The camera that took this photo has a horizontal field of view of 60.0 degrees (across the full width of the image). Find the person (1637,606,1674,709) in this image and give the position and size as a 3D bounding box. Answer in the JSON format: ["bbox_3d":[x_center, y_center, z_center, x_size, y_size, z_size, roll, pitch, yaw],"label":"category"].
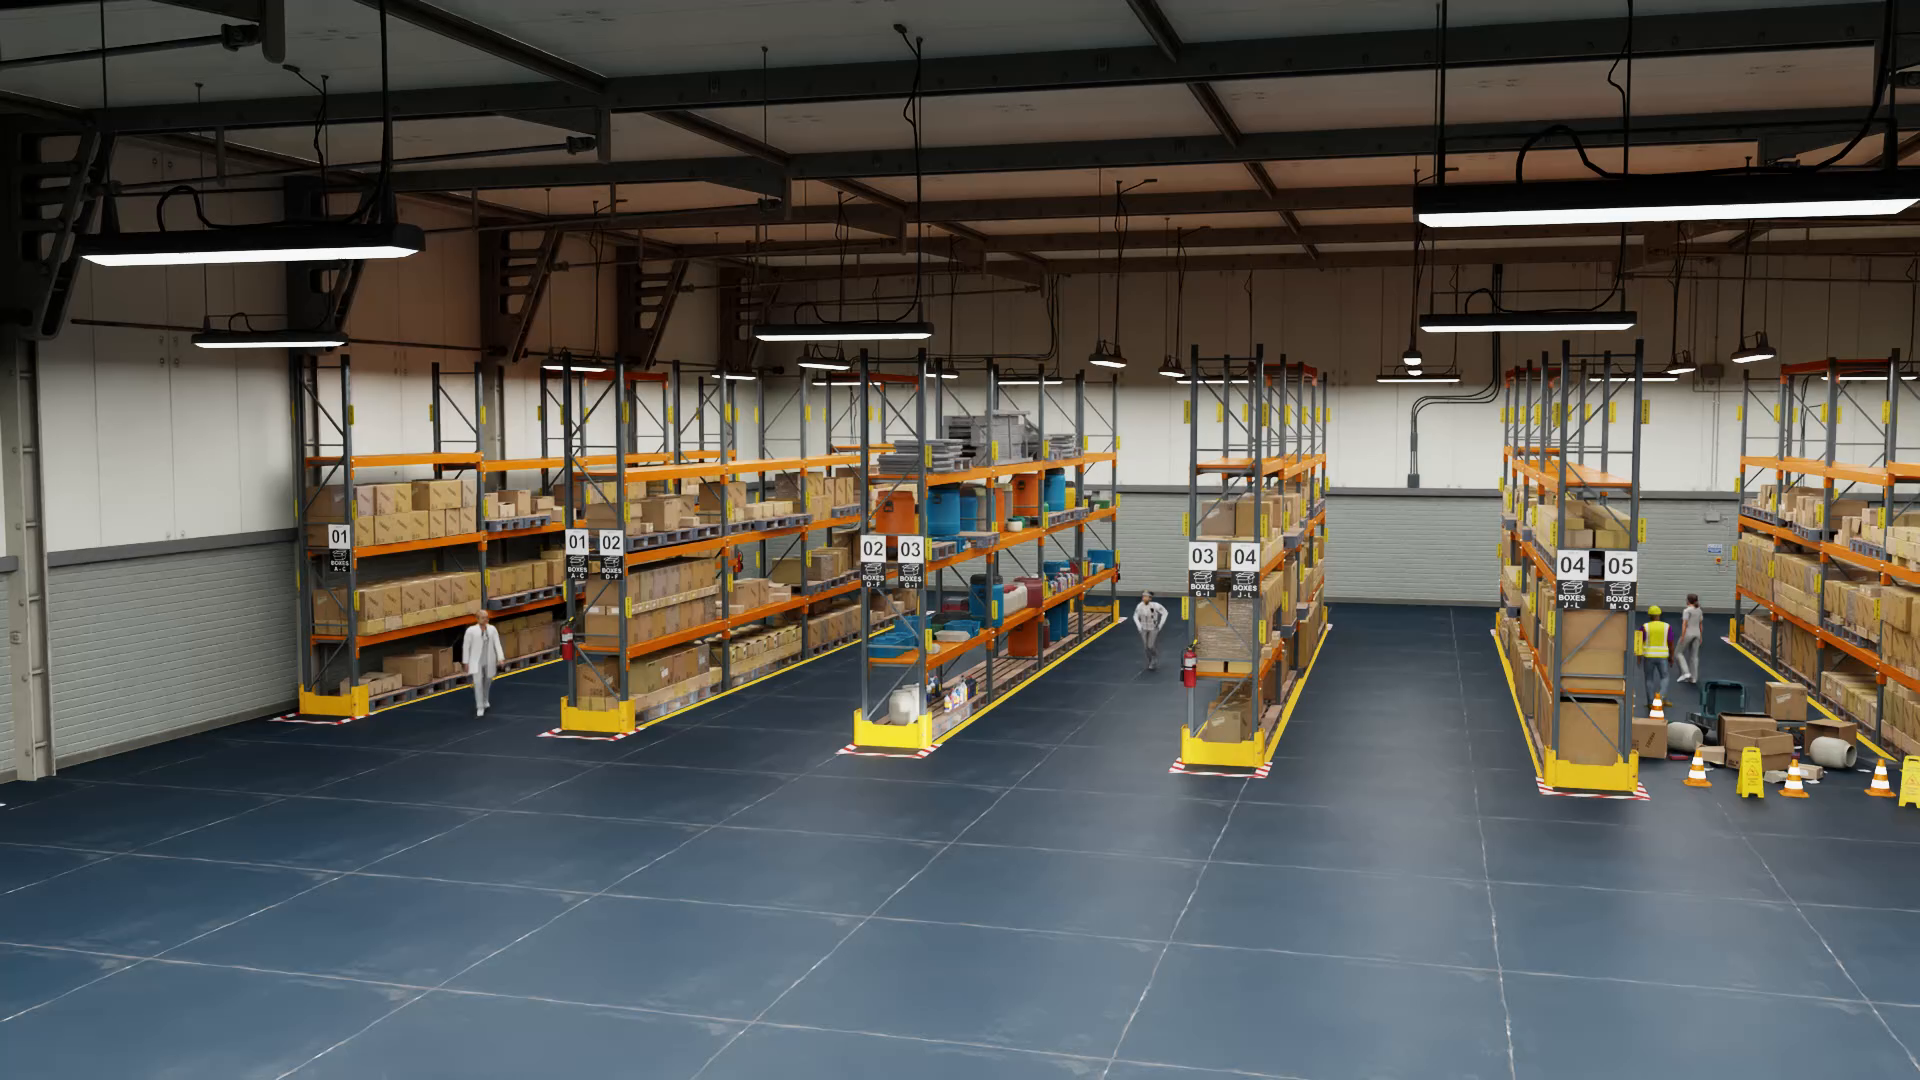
[{"bbox_3d":[11.853,2.004,28.344,0.594,1.765,0.548,1,4,14],"label":"person"}]

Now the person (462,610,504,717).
[{"bbox_3d":[-7.975,2.024,27.816,0.673,1.705,1.174,-2,5,-24],"label":"person"}]

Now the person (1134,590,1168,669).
[{"bbox_3d":[3.757,1.753,32.705,0.656,1.607,0.695,2,5,25],"label":"person"}]

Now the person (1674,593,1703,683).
[{"bbox_3d":[13.692,1.837,31.173,0.488,1.681,0.399,-1,4,-16],"label":"person"}]
